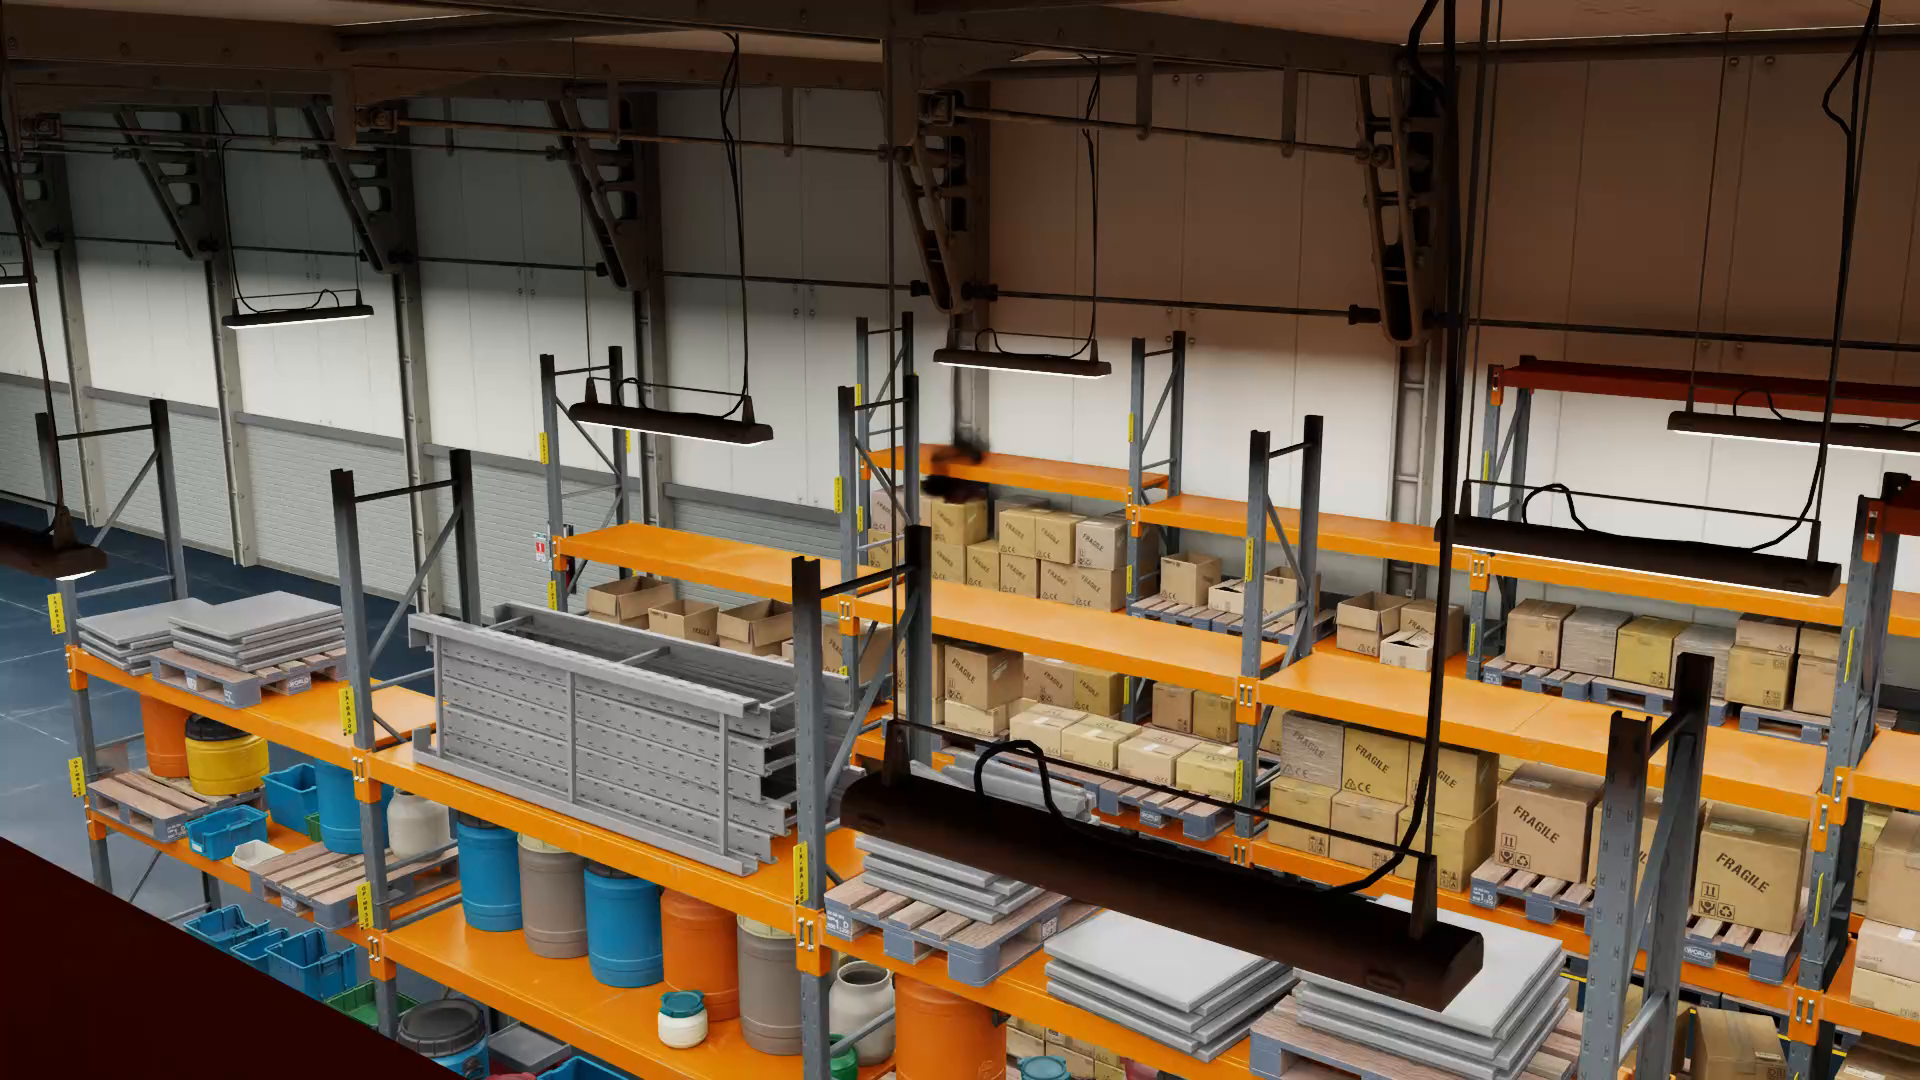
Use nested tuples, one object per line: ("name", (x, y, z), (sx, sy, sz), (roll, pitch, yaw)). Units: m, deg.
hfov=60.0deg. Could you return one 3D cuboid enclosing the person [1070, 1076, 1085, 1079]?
("person", (0.790, 4.587, 11.886), (0.894, 1.635, 0.583), (7, 15, 28))
